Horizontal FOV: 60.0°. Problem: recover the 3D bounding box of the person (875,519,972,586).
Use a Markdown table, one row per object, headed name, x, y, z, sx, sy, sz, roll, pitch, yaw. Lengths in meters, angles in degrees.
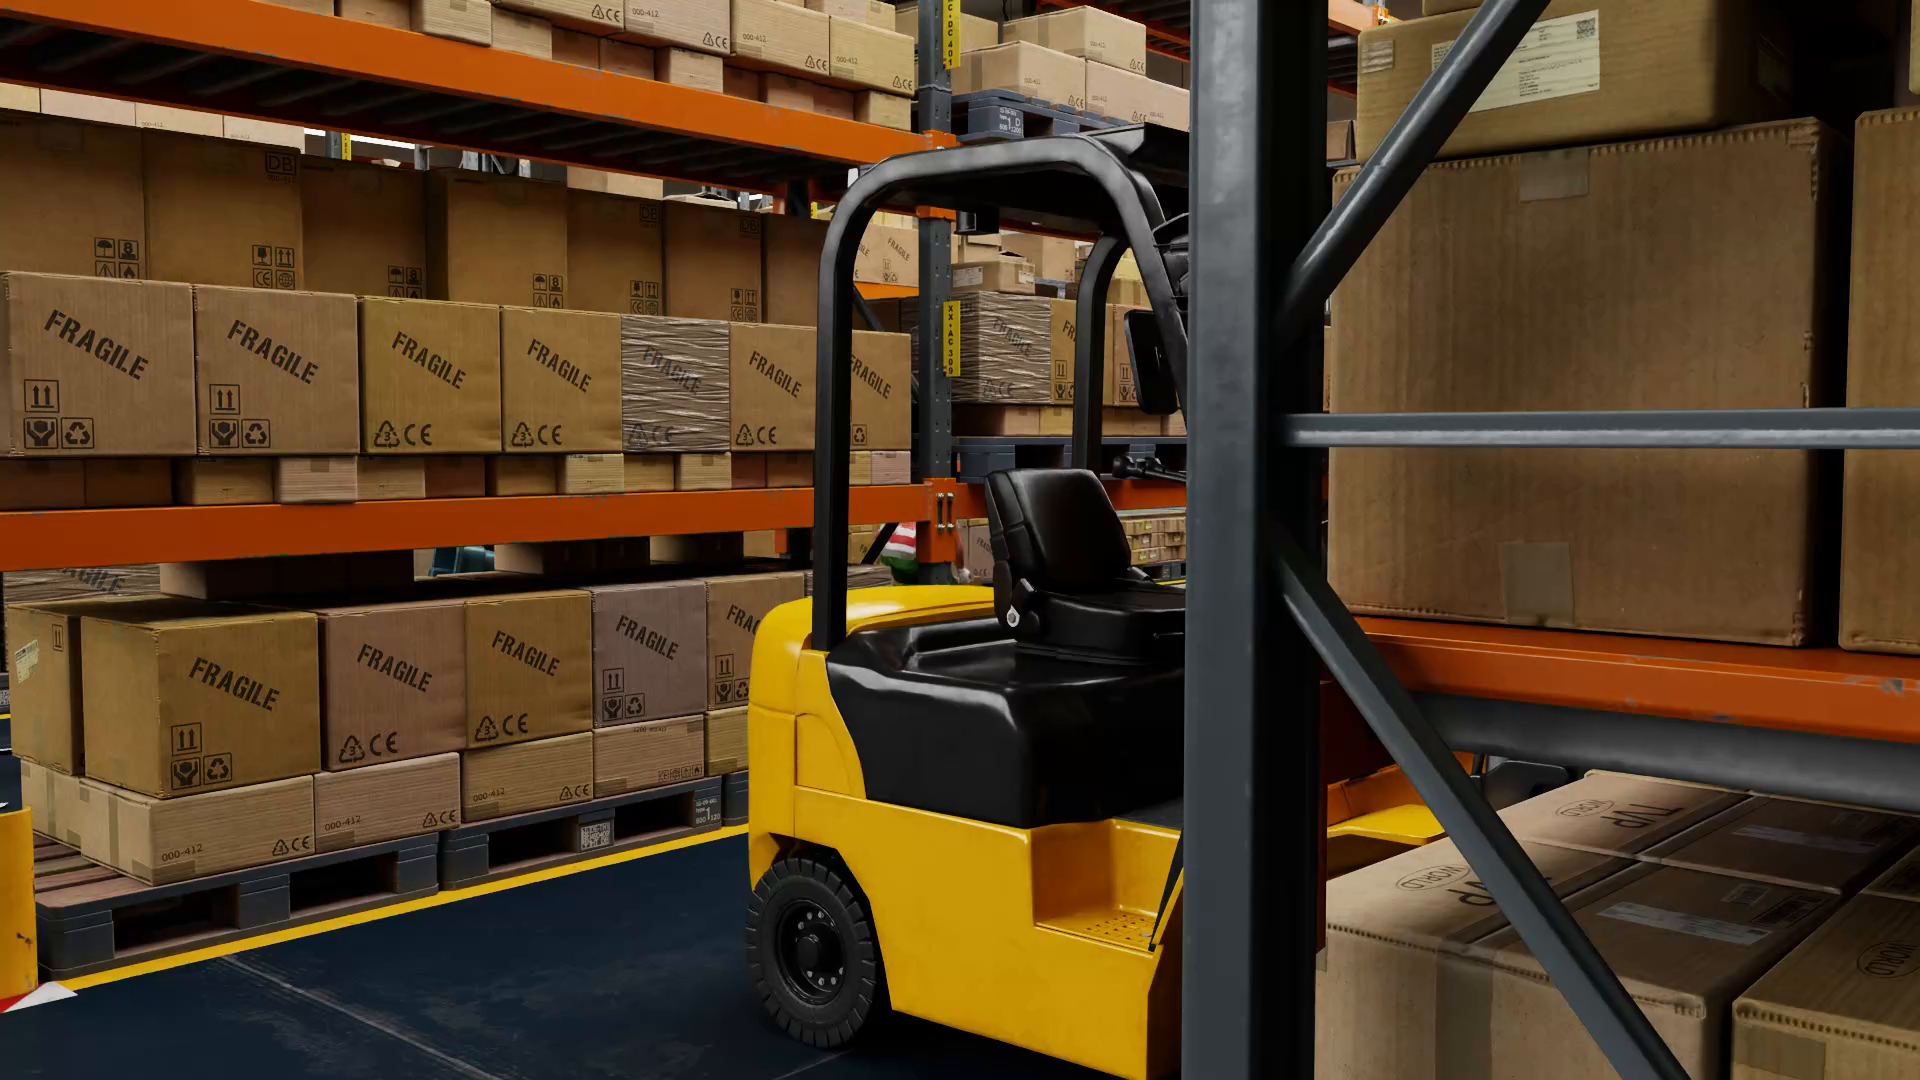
| name | x | y | z | sx | sy | sz | roll | pitch | yaw |
| --- | --- | --- | --- | --- | --- | --- | --- | --- | --- |
| person | -0.325 | 0.175 | 12.394 | 0.586 | 1.145 | 0.767 | 3 | 5 | 41 |
